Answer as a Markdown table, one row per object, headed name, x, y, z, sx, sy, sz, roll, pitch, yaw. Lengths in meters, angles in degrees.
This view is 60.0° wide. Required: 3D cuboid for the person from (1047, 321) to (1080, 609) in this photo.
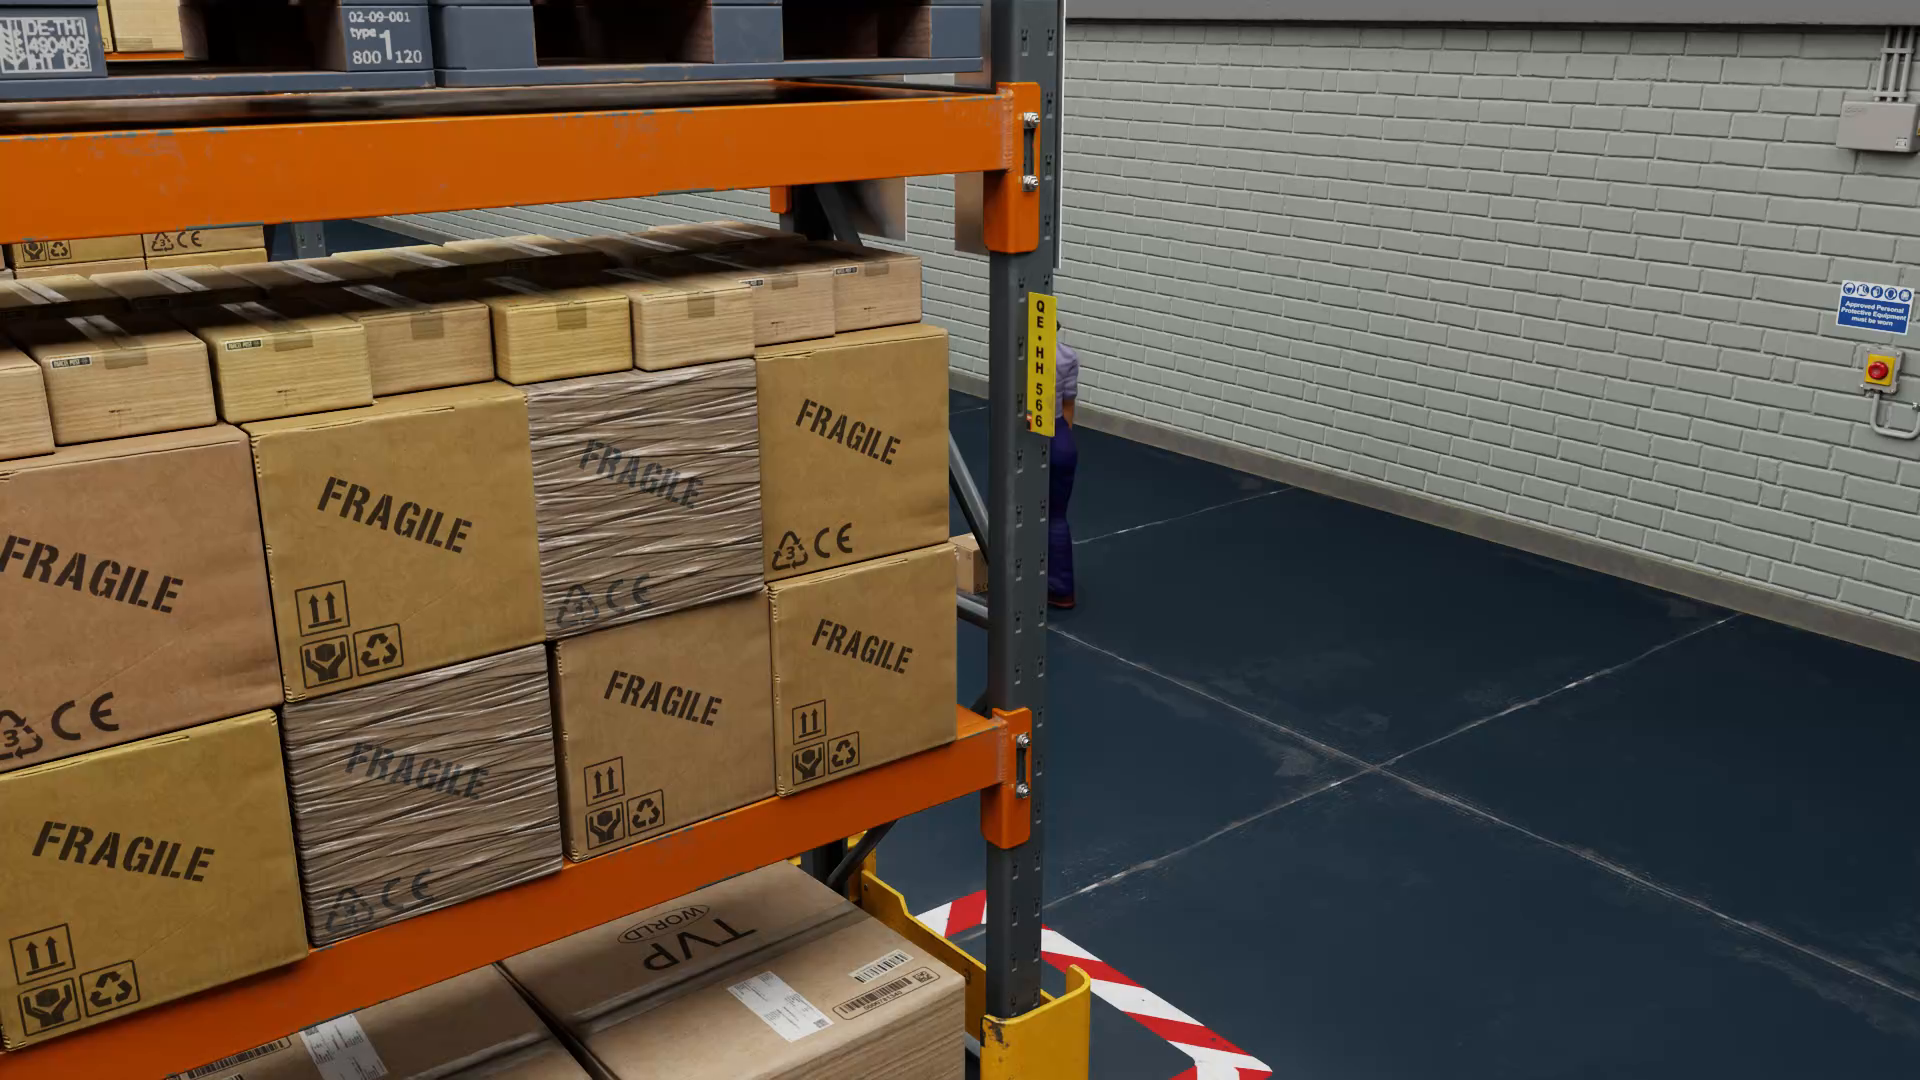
| name | x | y | z | sx | sy | sz | roll | pitch | yaw |
| --- | --- | --- | --- | --- | --- | --- | --- | --- | --- |
| person | 0.366 | -0.423 | 8.402 | 0.467 | 1.646 | 0.342 | -13 | 22 | -35 |
